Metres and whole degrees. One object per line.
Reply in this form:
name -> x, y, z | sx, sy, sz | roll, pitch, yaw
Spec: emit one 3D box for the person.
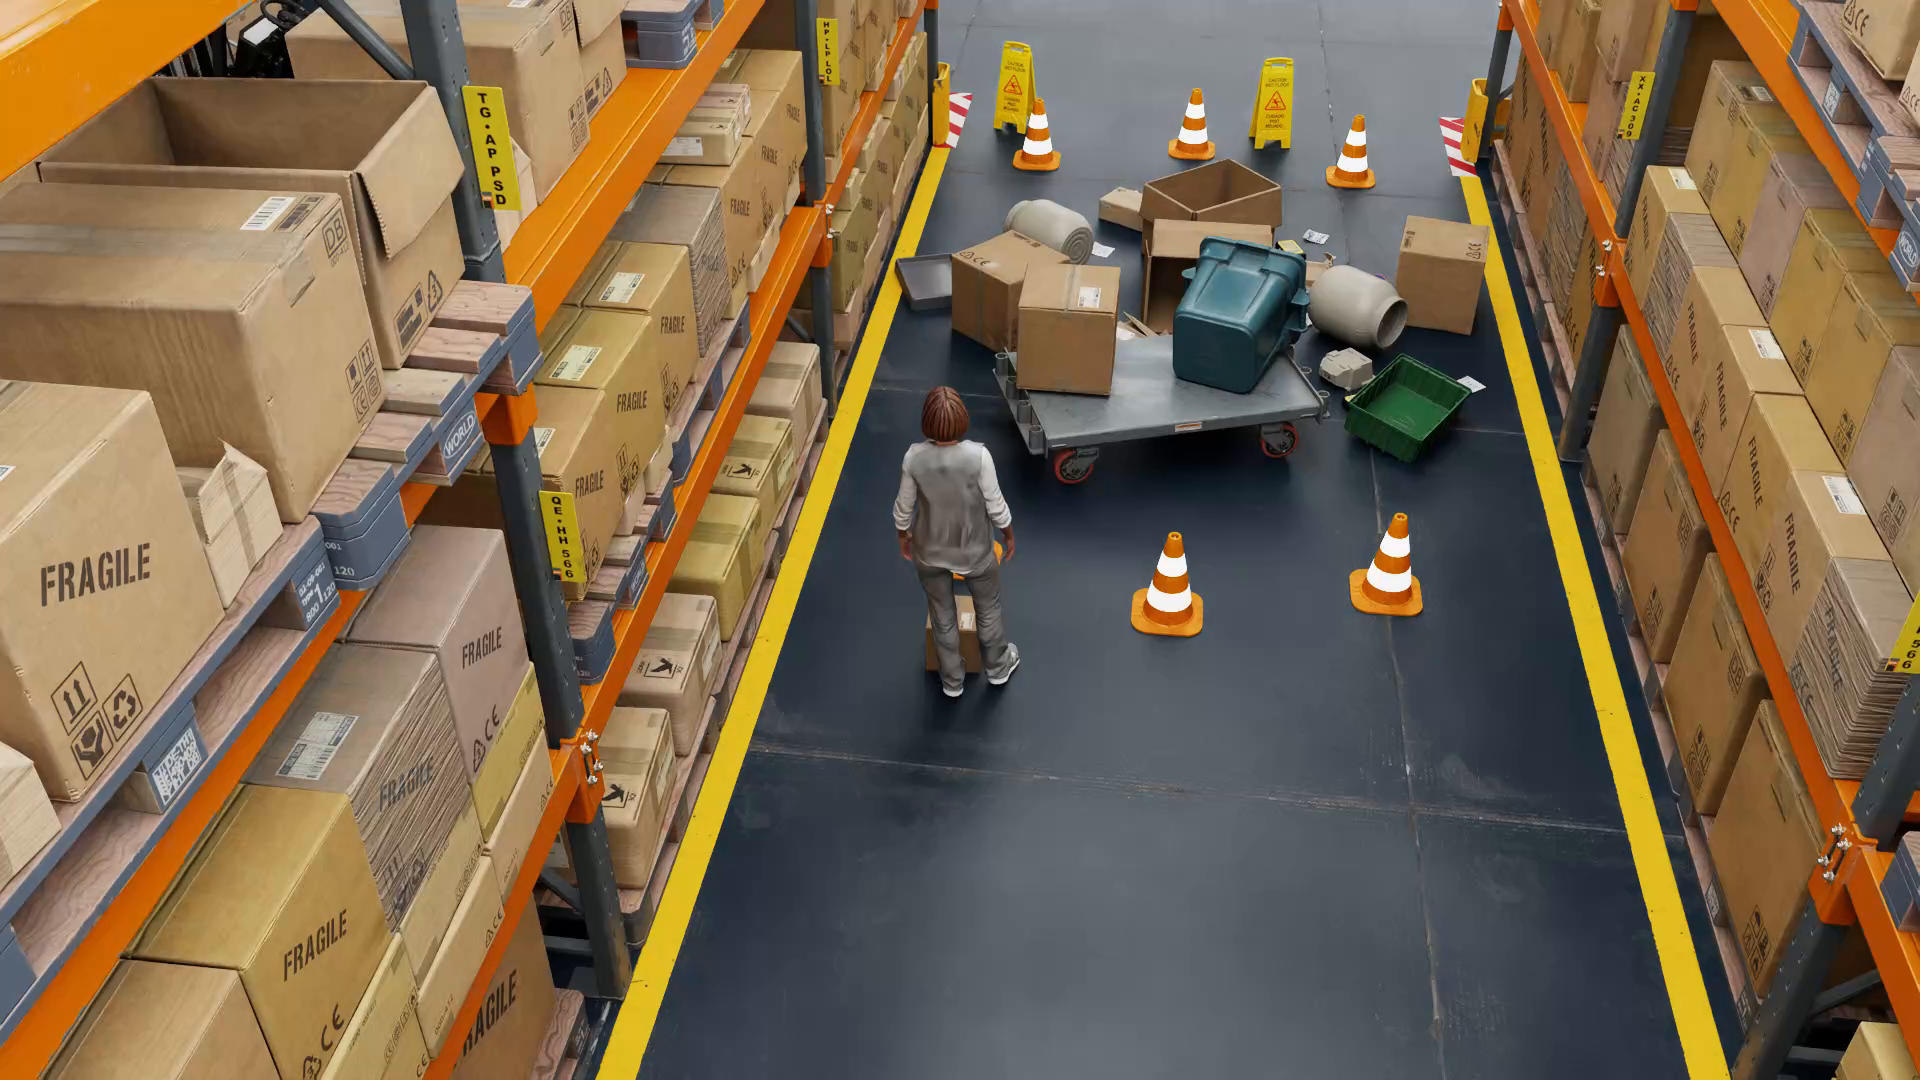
person -> -0.006, 0.033, 7.067 | 0.520, 1.500, 0.475 | 4, 37, 6
